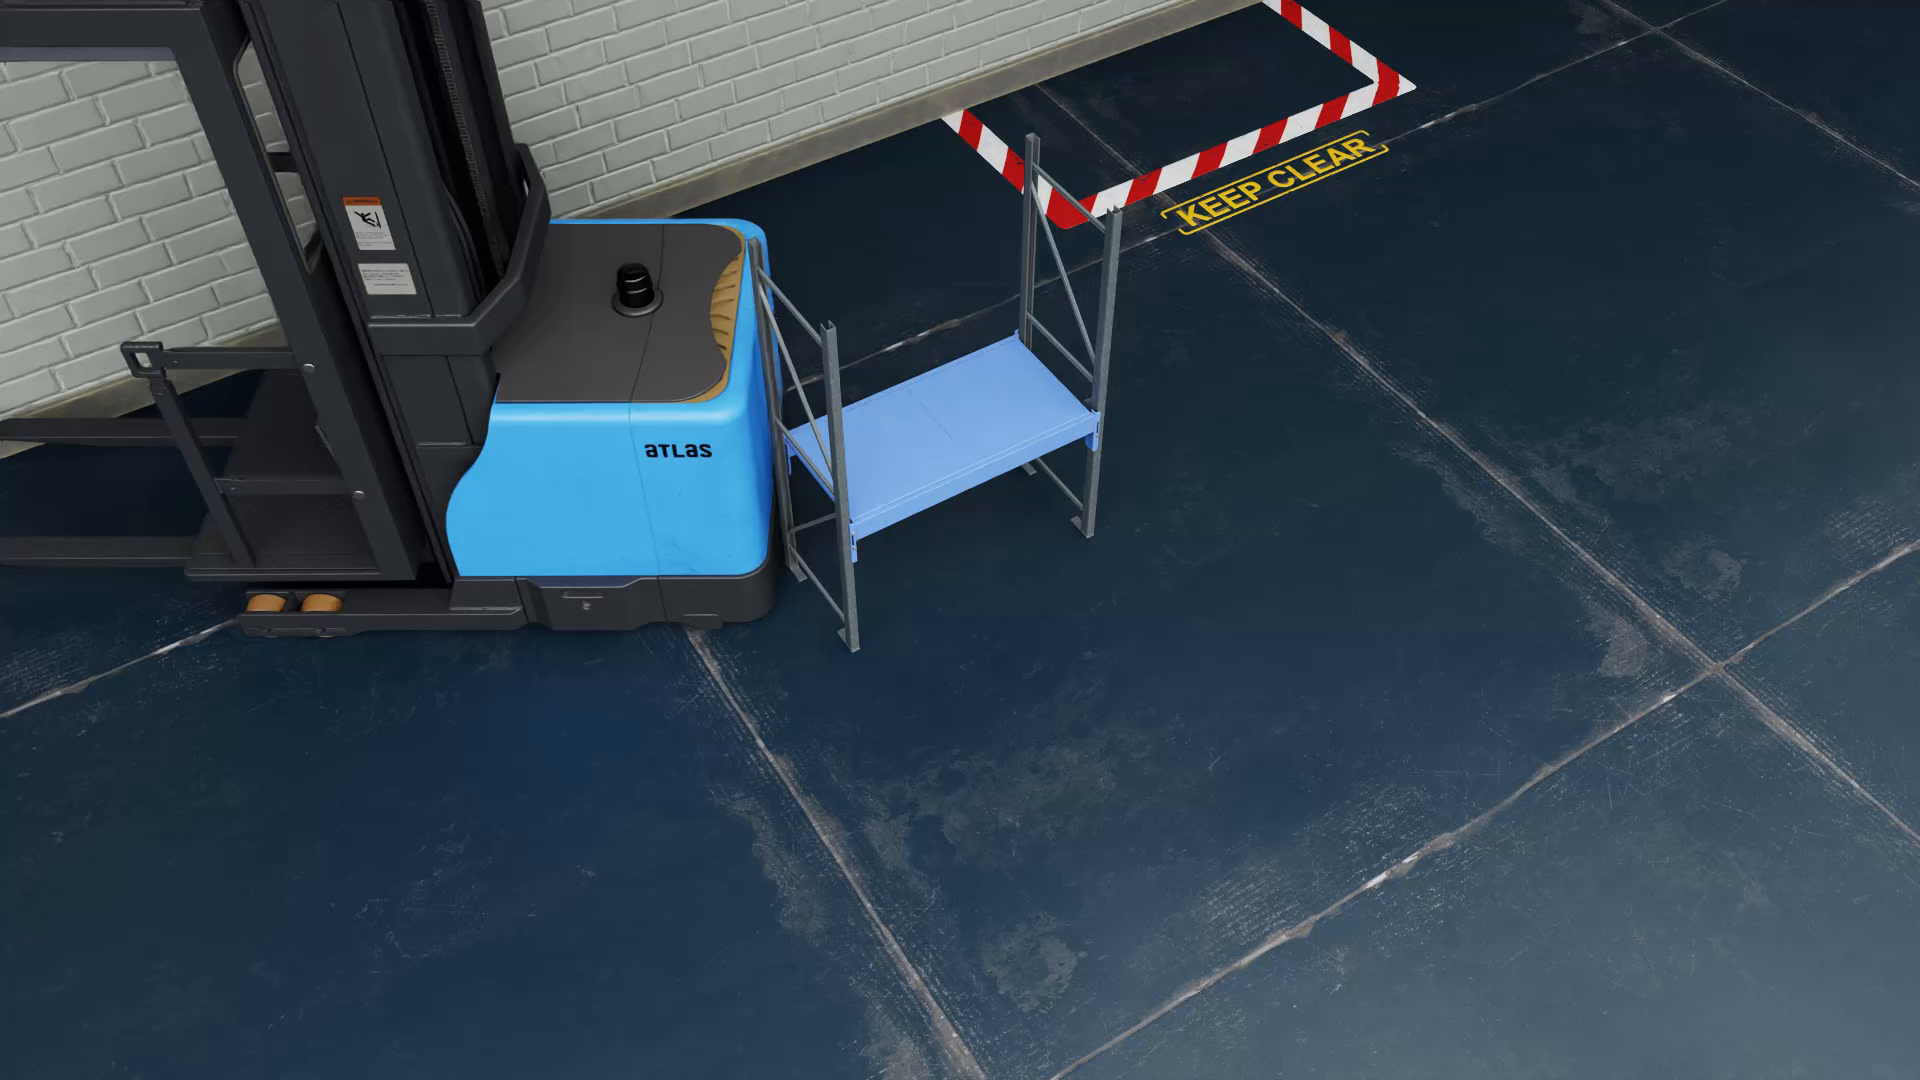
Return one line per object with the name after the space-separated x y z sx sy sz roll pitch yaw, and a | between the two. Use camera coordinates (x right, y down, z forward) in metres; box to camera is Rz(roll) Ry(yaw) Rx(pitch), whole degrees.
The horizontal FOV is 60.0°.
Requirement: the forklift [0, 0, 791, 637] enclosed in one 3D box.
-2.177 -1.025 5.200 3.031 2.935 1.130 0 48 0 | forklift

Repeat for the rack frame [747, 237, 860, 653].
-0.502 -0.262 5.479 0.032 1.500 0.500 -25 53 -21 | rack frame

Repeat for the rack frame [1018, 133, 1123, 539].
0.358 -0.667 5.840 0.032 1.500 0.500 -25 53 -21 | rack frame

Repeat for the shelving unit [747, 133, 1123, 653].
-0.072 -0.465 5.660 1.048 1.500 0.538 -25 53 -21 | shelving unit

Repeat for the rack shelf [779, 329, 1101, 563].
-0.072 -0.345 5.794 1.000 0.185 0.538 -25 53 -21 | rack shelf
